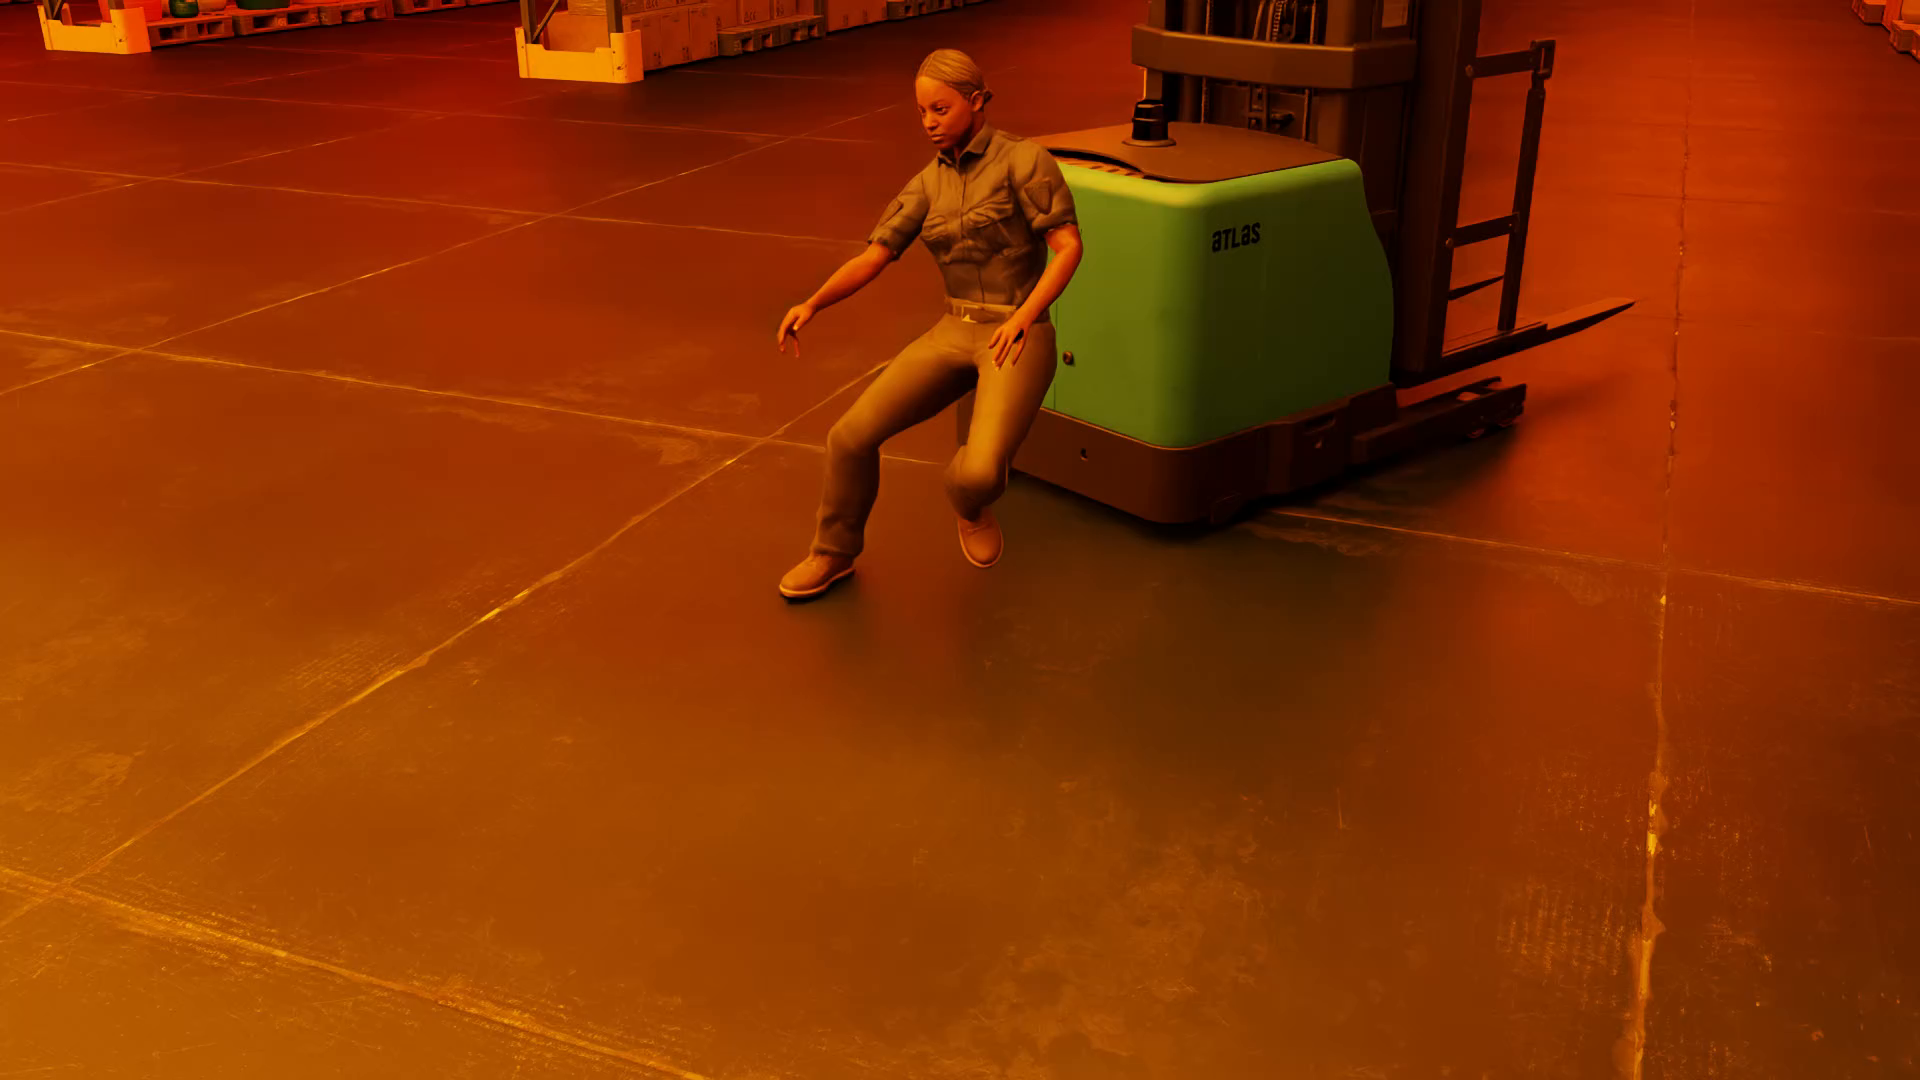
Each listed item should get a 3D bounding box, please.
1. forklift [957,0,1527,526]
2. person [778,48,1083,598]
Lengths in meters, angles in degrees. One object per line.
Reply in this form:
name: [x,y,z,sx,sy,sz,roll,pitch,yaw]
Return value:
forklift: [1.435,-1.852,5.723,3.031,2.935,1.130,-18,29,-37]
person: [-0.102,-0.512,4.384,0.742,1.479,0.704,17,28,35]
